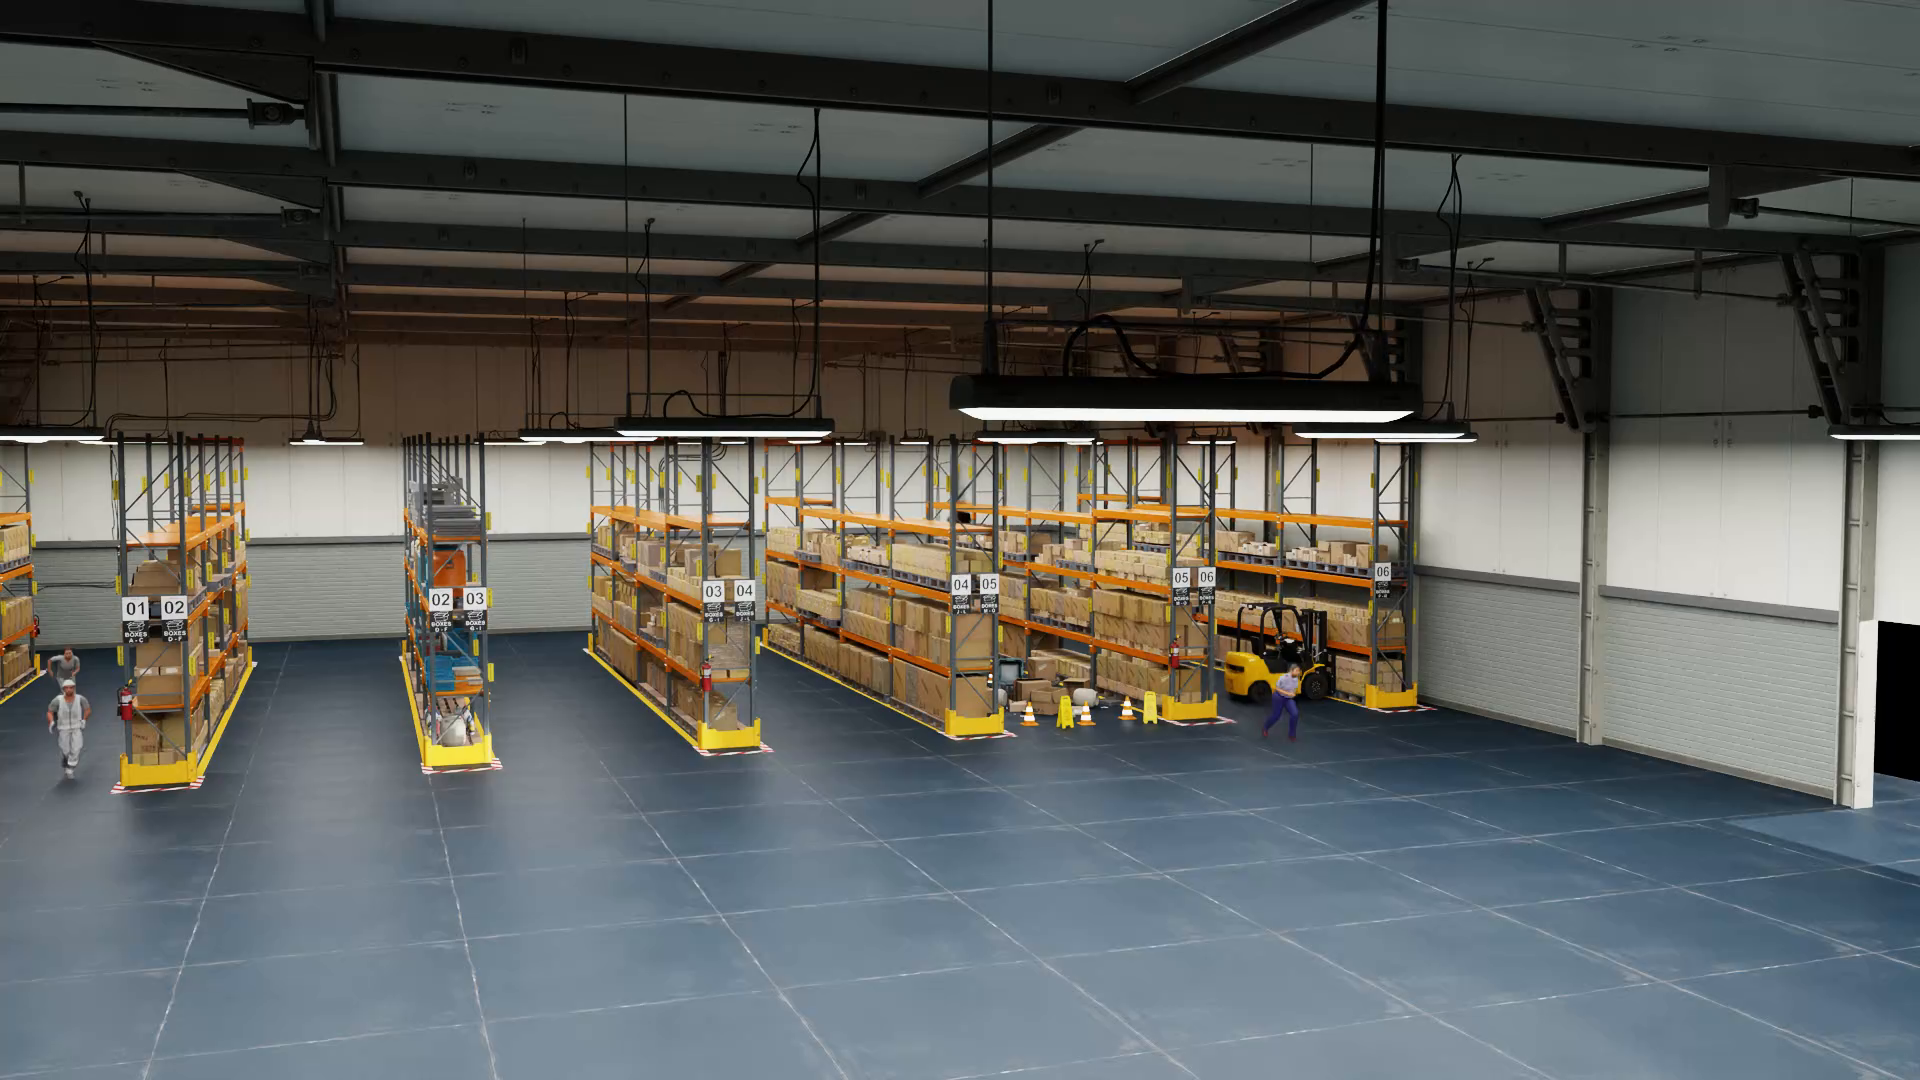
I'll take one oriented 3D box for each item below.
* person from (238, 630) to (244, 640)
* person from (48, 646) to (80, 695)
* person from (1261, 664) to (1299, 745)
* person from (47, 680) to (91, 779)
[{"bbox_3d":[-19.551,2.410,44.865,0.533,1.670,0.689,1,3,13],"label":"person"},{"bbox_3d":[-19.134,3.004,35.524,0.590,1.503,0.820,-3,4,-40],"label":"person"},{"bbox_3d":[6.260,3.175,32.429,0.649,1.612,0.957,-2,4,-36],"label":"person"},{"bbox_3d":[-15.456,3.272,28.869,0.671,1.723,0.614,-2,4,-33],"label":"person"}]
